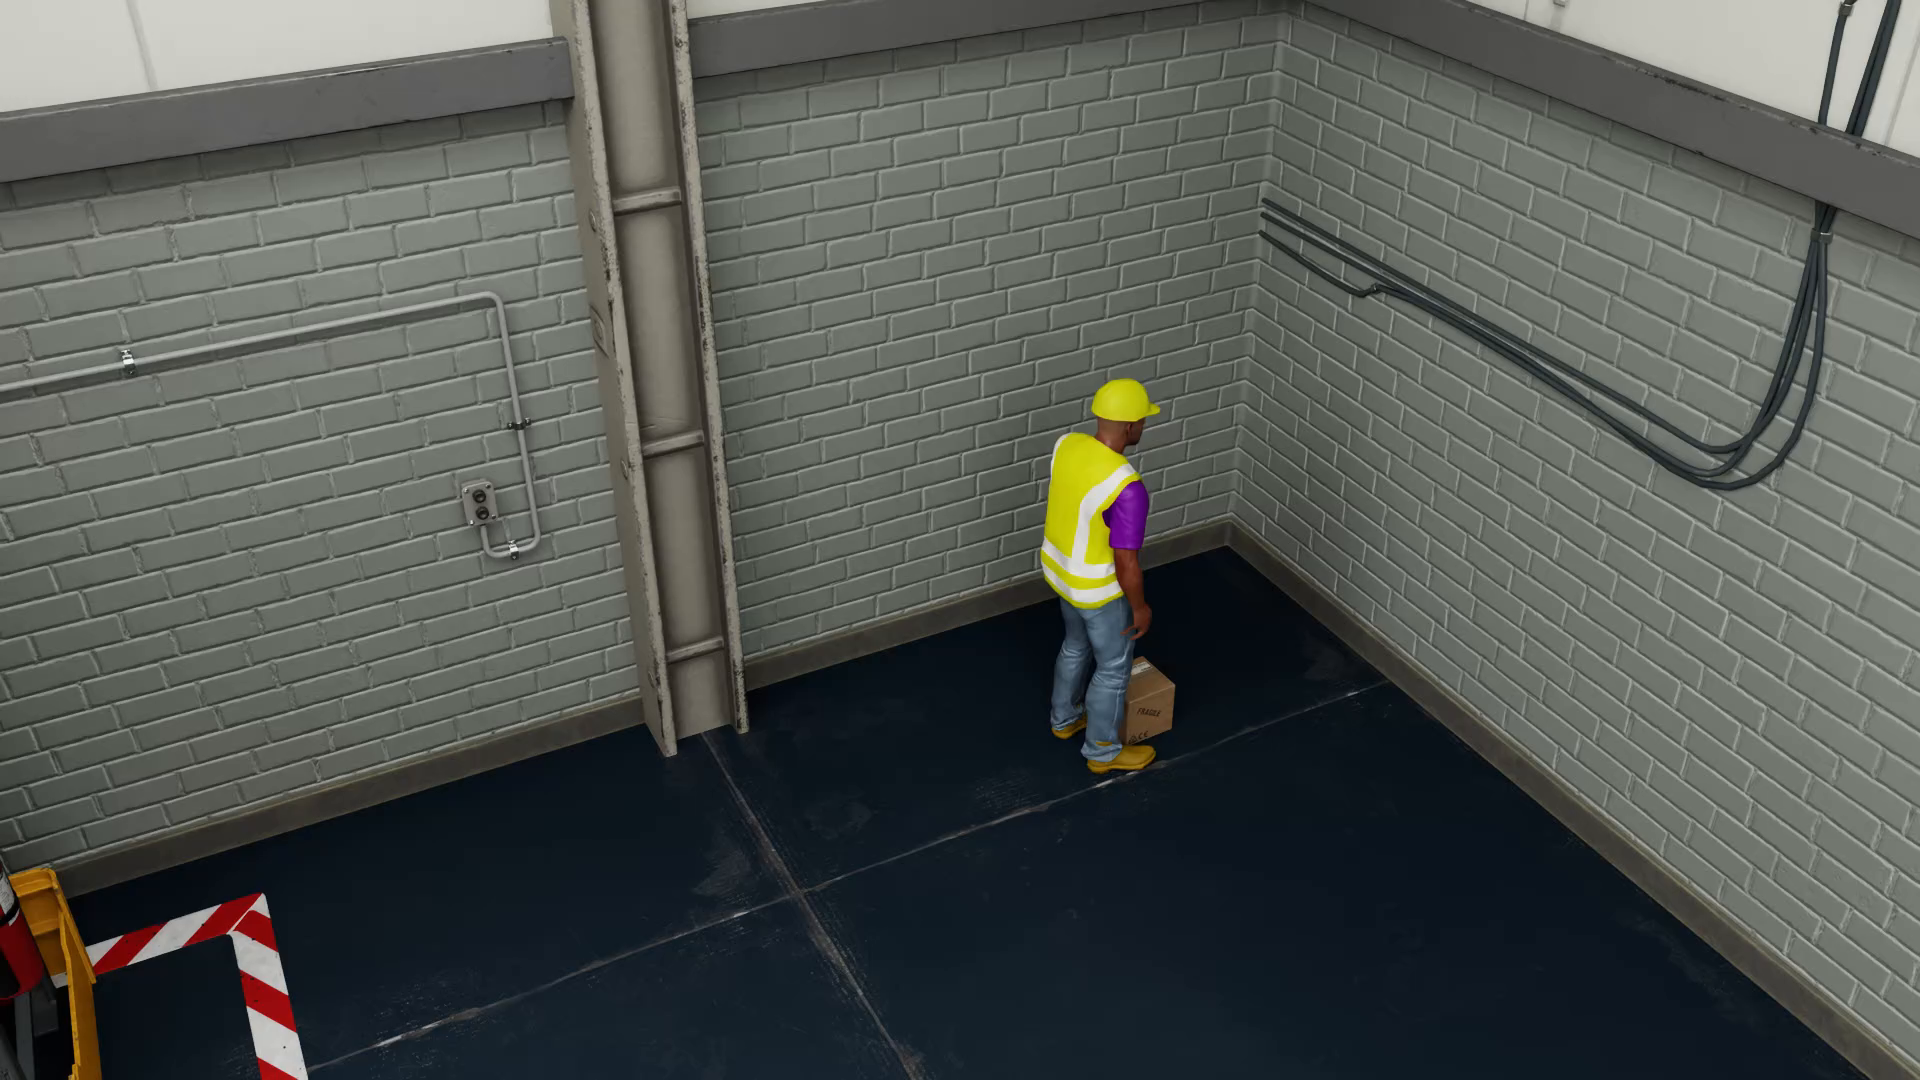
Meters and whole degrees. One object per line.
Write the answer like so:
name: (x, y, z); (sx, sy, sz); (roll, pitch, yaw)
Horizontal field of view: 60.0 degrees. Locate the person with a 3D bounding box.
person: (0.585, 0.147, 6.895); (0.459, 1.761, 0.626); (-16, 36, -23)
